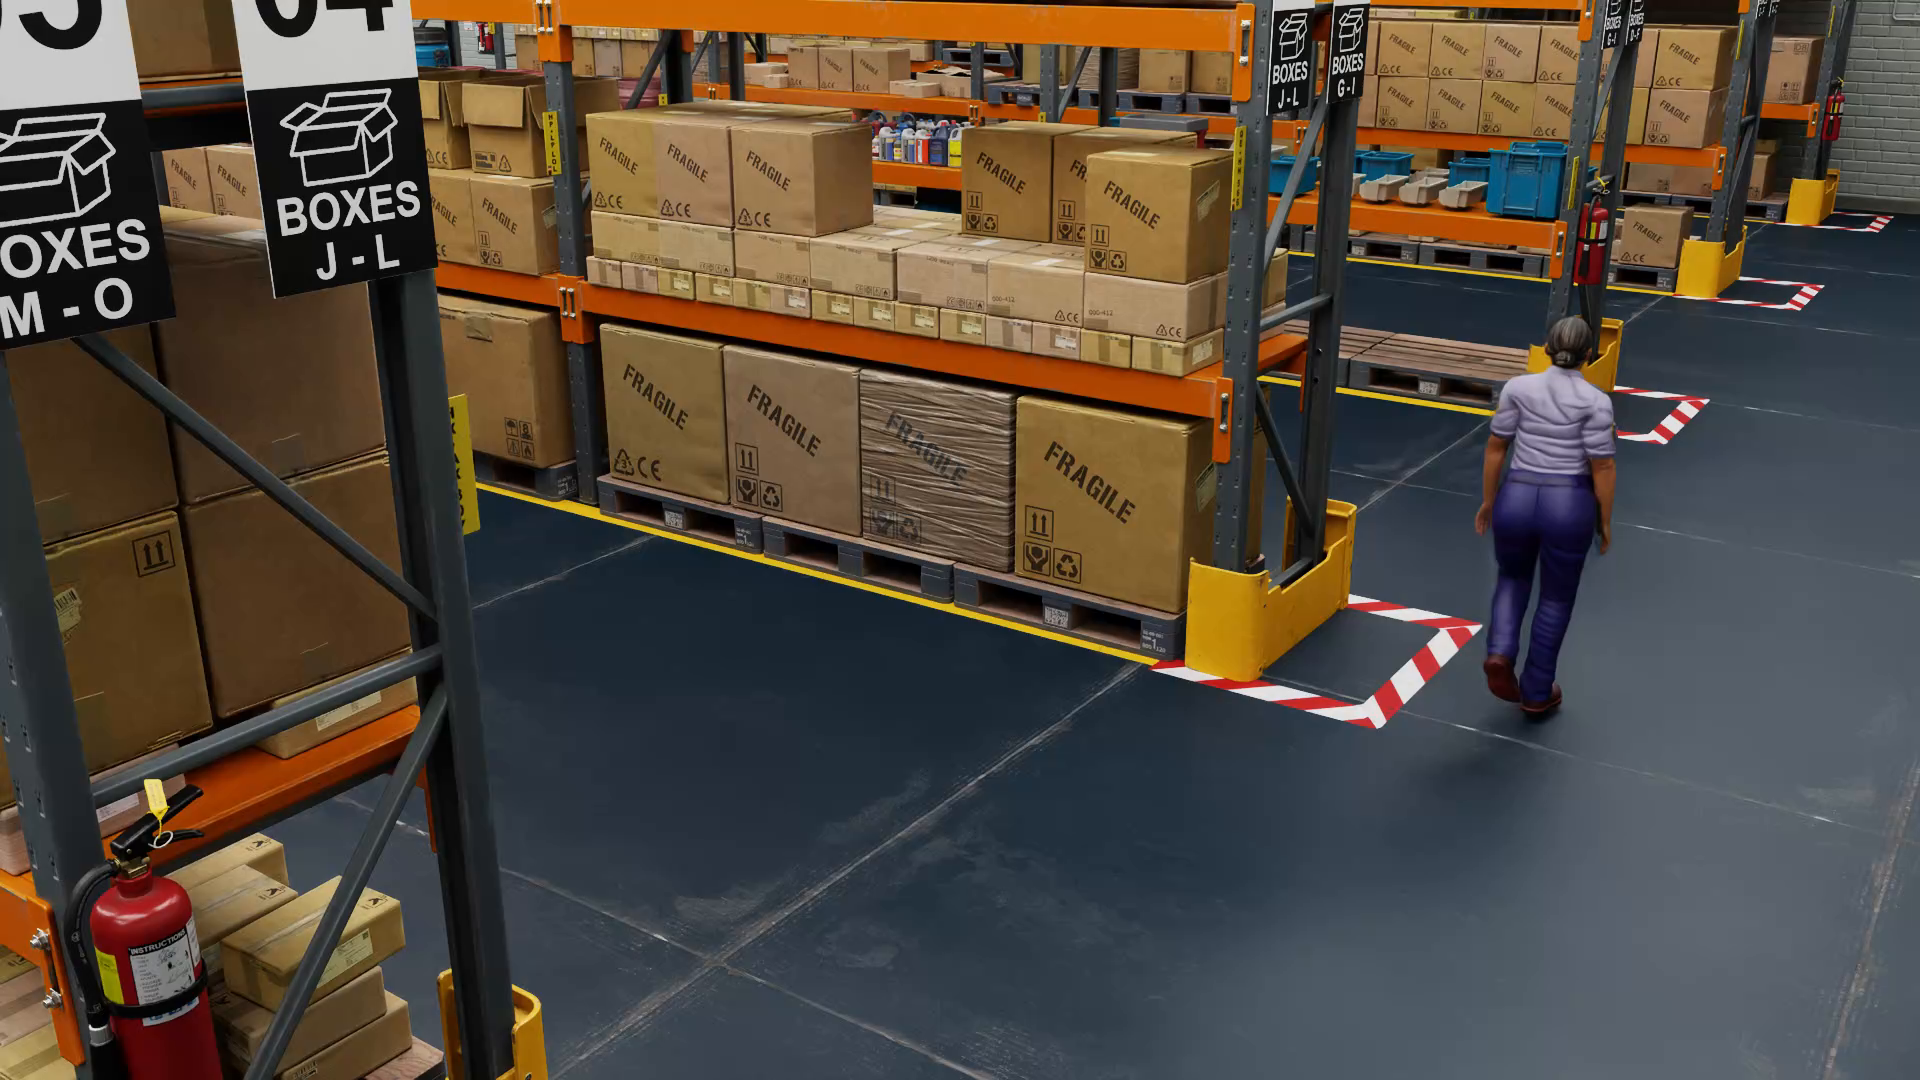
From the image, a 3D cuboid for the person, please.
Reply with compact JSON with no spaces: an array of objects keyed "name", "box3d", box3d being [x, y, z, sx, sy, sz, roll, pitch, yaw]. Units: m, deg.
[{"name":"person","box3d":[2.381,-0.089,6.815,0.540,1.620,0.469,12,23,30]}]
